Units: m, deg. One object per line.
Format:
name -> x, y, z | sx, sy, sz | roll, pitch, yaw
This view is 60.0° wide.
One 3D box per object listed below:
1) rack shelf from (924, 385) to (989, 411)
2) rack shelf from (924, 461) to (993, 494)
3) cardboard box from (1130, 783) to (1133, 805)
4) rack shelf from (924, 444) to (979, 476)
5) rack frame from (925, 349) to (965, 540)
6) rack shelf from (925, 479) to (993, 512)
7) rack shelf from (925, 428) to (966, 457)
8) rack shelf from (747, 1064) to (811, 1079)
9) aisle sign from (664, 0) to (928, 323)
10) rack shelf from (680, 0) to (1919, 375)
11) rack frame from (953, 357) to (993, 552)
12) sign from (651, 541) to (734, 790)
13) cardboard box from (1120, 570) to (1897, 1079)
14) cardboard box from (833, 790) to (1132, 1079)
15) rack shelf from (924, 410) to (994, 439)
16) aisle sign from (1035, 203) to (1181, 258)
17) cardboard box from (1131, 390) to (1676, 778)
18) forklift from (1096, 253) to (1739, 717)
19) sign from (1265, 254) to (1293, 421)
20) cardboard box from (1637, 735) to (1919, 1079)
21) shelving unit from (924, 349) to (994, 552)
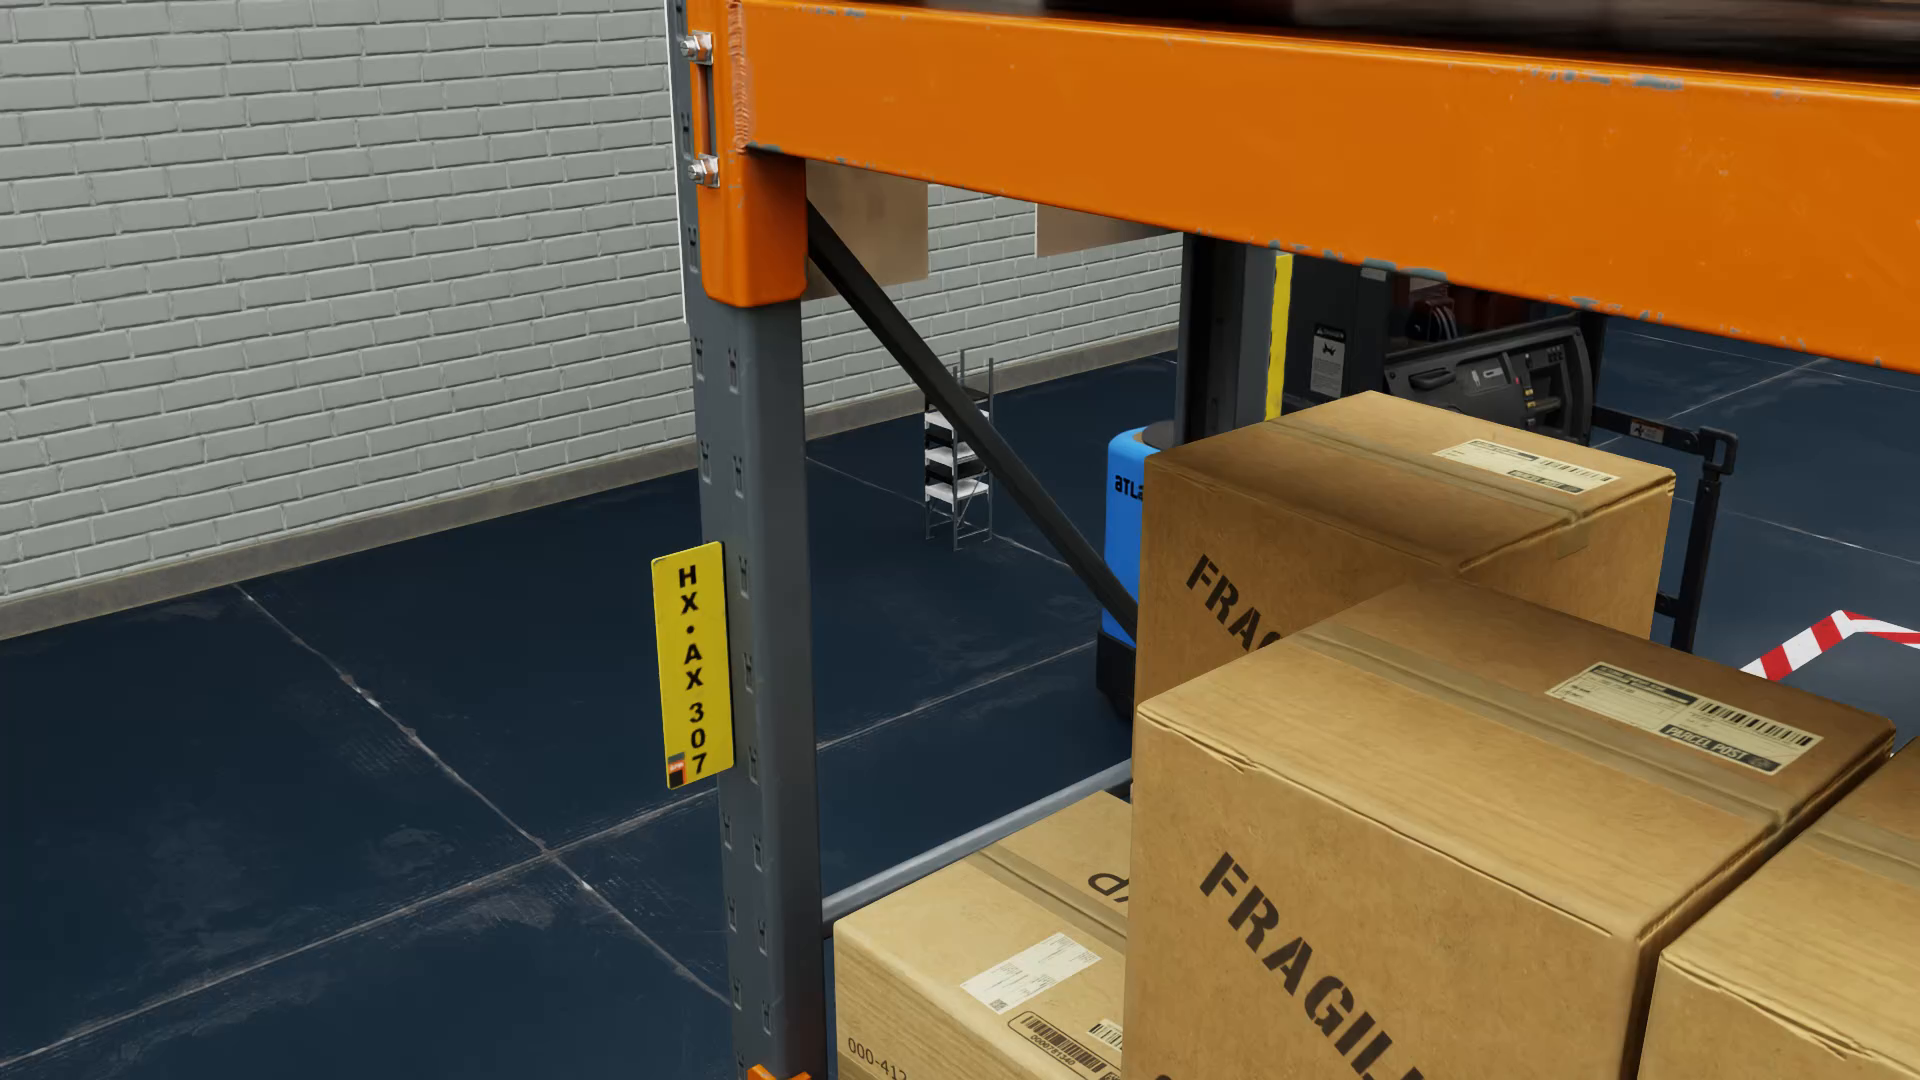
rack shelf -> -0.005, -0.642, 7.739 | 0.258, 0.077, 0.200 | -17, 27, -37
rack shelf -> -0.005, -0.306, 7.871 | 0.258, 0.077, 0.200 | -17, 27, -37
cardboard box -> 0.597, 0.476, 2.452 | 0.500, 0.250, 0.500 | -18, 28, -38
rack shelf -> -0.005, -0.390, 7.838 | 0.258, 0.077, 0.200 | -17, 27, -37
rack frame -> -0.072, -0.449, 7.897 | 0.240, 0.900, 0.006 | -17, 27, -37
rack shelf -> -0.005, -0.223, 7.903 | 0.258, 0.077, 0.200 | -17, 27, -37
rack shelf -> -0.005, -0.474, 7.805 | 0.258, 0.077, 0.200 | -17, 27, -37
rack shelf -> 1.385, 1.362, 1.380 | 1.077, 0.370, 4.000 | -17, 27, -37
aisle sign -> -0.194, -0.685, 2.054 | 0.394, 0.787, 0.004 | -17, 27, -37
rack shelf -> 1.385, -0.035, 0.833 | 1.077, 0.370, 4.000 | -17, 27, -37
rack frame -> 0.061, -0.393, 7.754 | 0.240, 0.900, 0.006 | -17, 27, -37
sign -> -0.345, 0.165, 2.154 | 0.100, 0.325, 0.005 | -17, 27, -37
cardboard box -> 0.515, 0.392, 1.641 | 0.500, 0.500, 0.500 | -18, 28, -39
cardboard box -> 0.189, 0.603, 2.130 | 0.500, 0.250, 0.500 | -18, 28, -39
rack shelf -> -0.005, -0.558, 7.772 | 0.258, 0.077, 0.200 | -17, 27, -37
aisle sign -> 0.260, -0.827, 2.419 | 0.394, 0.787, 0.004 | -17, 27, -37
cardboard box -> 0.597, 0.129, 2.312 | 0.500, 0.500, 0.500 | -17, 27, -37
forklift -> 1.776, -0.409, 5.010 | 1.130, 2.935, 3.031 | -14, 26, -32
sign -> 0.500, -0.300, 2.725 | 0.100, 0.325, 0.005 | -17, 27, -37
cardboard box -> 0.858, 0.533, 1.279 | 0.500, 0.500, 0.500 | -18, 28, -39
shelving unit -> -0.005, -0.421, 7.826 | 0.258, 0.900, 0.210 | -17, 27, -37
